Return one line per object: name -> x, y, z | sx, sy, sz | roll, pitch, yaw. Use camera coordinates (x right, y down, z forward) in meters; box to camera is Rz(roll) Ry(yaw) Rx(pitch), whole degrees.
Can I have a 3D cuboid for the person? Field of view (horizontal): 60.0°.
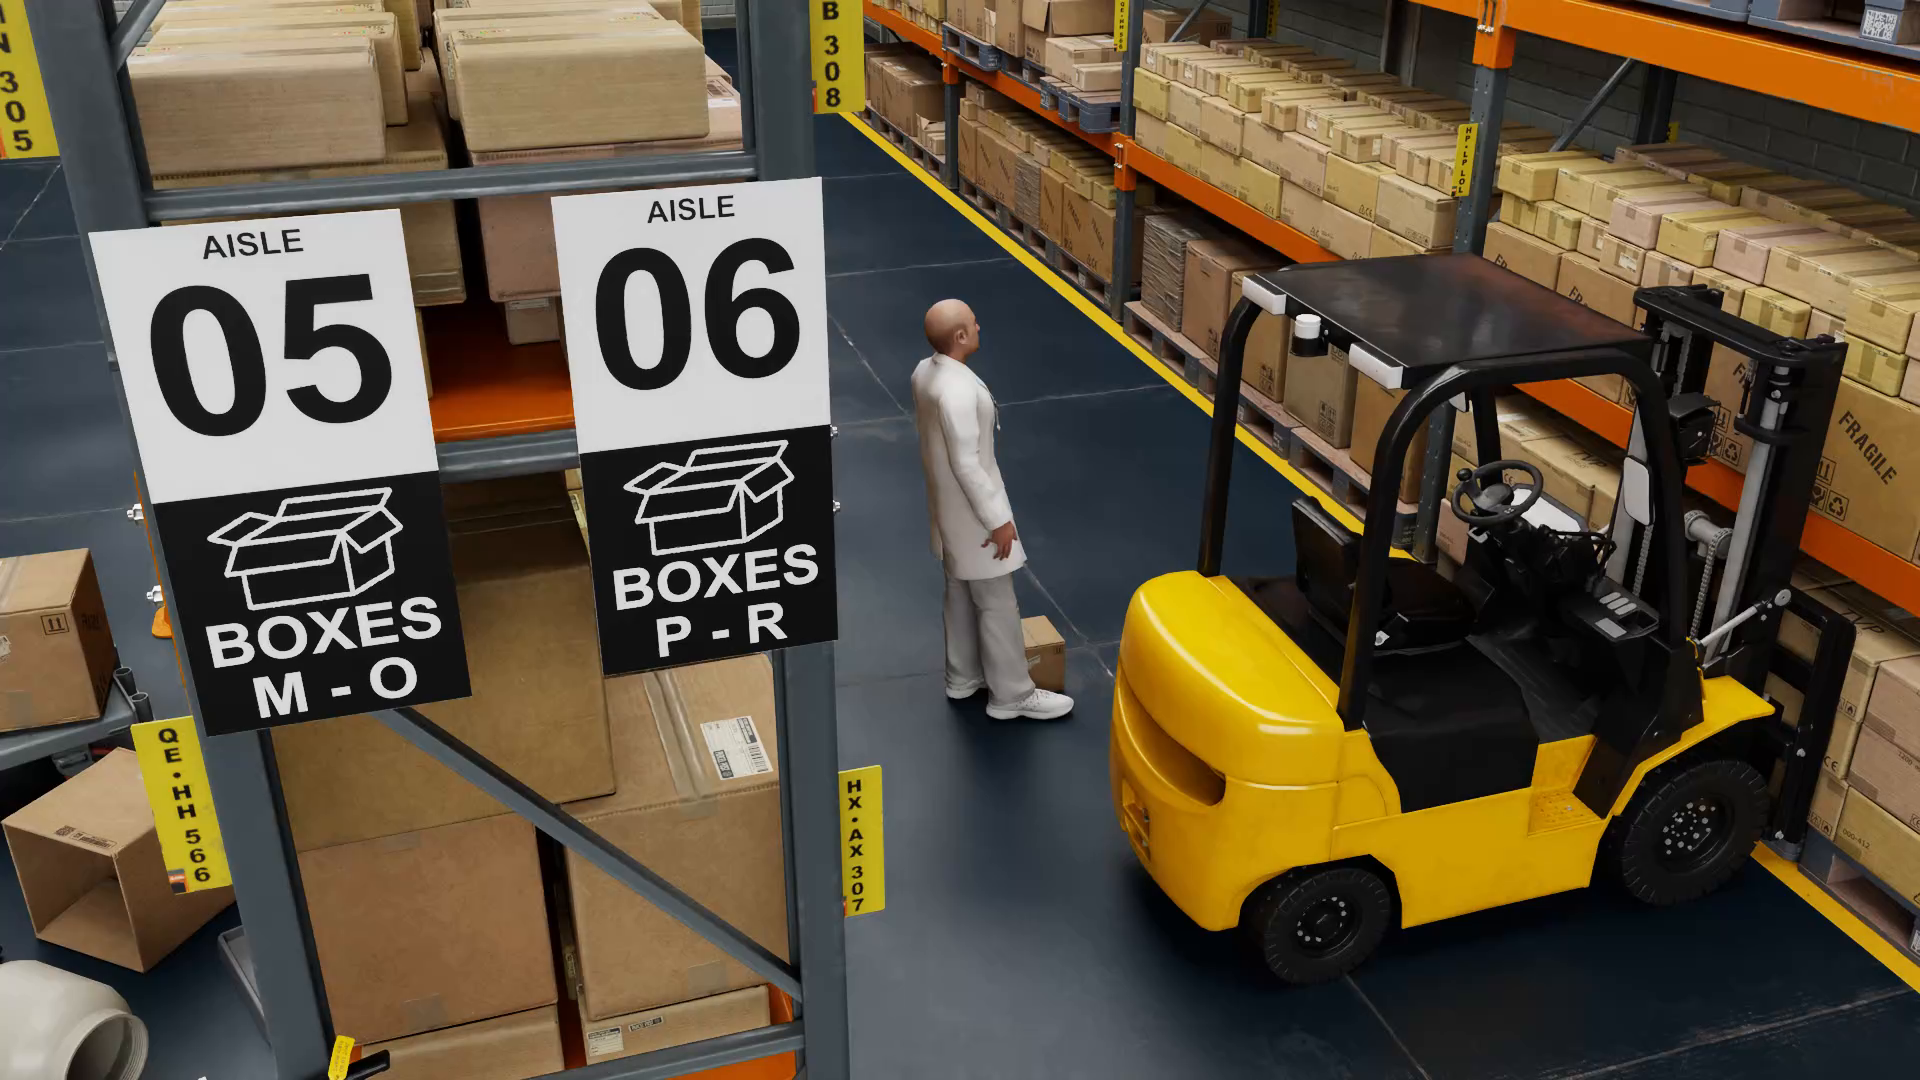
person -> 0.125, -0.143, 6.902 | 0.578, 1.779, 0.698 | -8, 27, -16
